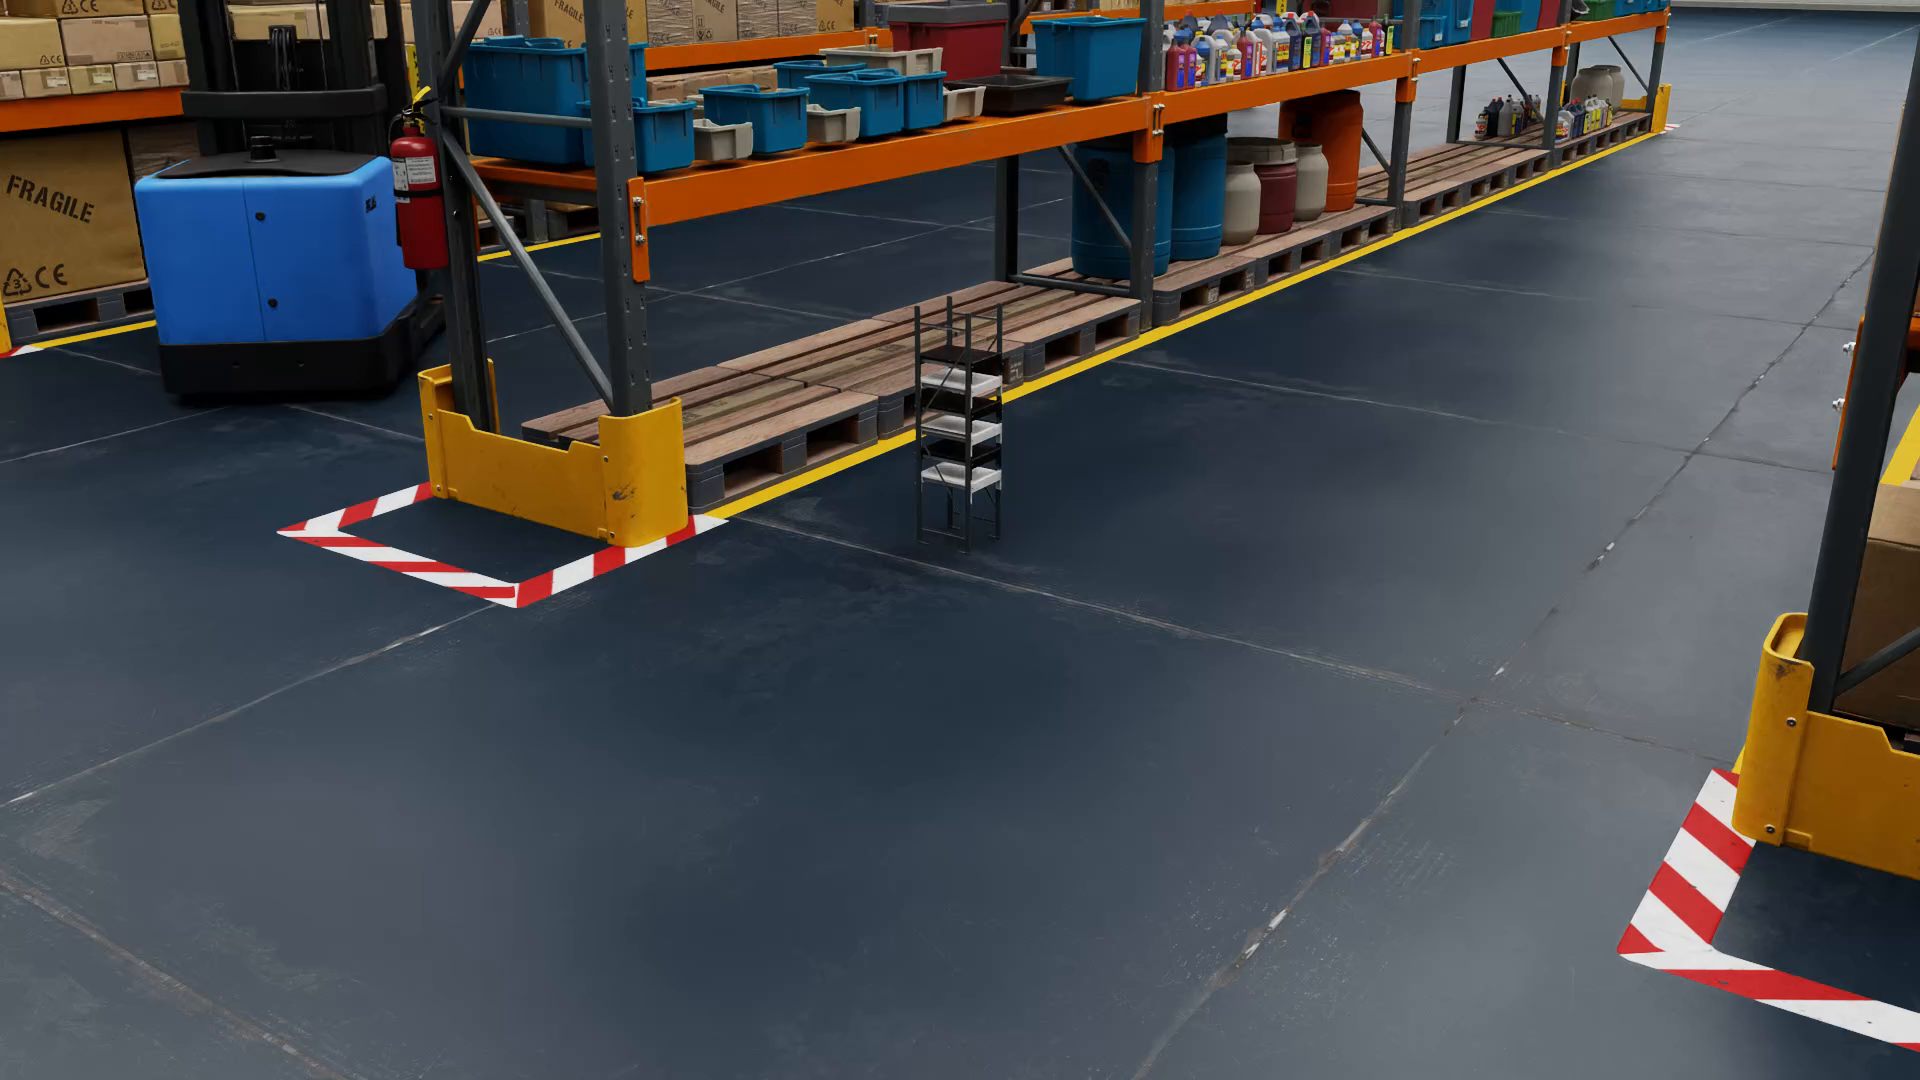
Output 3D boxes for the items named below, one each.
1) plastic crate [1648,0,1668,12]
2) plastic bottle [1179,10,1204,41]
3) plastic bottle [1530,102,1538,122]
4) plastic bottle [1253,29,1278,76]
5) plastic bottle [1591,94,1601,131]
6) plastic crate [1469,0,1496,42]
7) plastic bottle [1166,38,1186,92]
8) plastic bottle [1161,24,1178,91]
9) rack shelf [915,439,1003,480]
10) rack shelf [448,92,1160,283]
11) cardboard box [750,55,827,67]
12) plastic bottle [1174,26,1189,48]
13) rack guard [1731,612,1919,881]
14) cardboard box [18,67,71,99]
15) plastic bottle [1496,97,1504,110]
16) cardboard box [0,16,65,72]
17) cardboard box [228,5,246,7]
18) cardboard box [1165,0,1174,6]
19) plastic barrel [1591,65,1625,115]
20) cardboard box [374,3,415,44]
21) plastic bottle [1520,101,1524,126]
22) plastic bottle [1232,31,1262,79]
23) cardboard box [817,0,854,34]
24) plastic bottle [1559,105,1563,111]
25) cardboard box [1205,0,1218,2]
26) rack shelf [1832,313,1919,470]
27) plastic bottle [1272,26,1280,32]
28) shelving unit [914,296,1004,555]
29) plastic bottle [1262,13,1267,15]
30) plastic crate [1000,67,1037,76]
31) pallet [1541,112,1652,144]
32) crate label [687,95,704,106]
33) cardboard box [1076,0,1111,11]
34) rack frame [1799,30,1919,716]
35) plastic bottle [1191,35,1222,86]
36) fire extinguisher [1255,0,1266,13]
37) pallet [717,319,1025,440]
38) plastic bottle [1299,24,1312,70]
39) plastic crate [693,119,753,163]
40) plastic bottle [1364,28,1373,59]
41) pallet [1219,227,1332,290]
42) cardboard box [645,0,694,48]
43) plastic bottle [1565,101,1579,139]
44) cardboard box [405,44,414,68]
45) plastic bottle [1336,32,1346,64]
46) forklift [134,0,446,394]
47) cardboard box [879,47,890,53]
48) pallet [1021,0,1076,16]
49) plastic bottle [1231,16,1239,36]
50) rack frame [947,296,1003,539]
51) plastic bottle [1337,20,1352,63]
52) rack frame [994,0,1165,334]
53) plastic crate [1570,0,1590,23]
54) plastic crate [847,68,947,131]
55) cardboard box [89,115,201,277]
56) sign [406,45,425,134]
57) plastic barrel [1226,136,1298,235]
[{"bbox_3d":[7.361,-5.860,17.998,0.499,0.251,0.616,13,24,32],"label":"plastic crate"},{"bbox_3d":[1.515,-3.309,10.959,0.144,0.351,0.185,13,24,32],"label":"plastic bottle"},{"bbox_3d":[6.060,-4.537,17.605,0.097,0.201,0.097,0,20,0],"label":"plastic bottle"},{"bbox_3d":[1.875,-3.021,10.288,0.152,0.276,0.135,13,24,32],"label":"plastic bottle"},{"bbox_3d":[6.393,-4.328,16.827,0.144,0.351,0.185,14,25,34],"label":"plastic bottle"},{"bbox_3d":[4.059,-4.270,13.394,0.402,0.464,0.583,13,24,32],"label":"plastic crate"},{"bbox_3d":[1.208,-2.656,9.290,0.061,0.283,0.133,13,24,32],"label":"plastic bottle"},{"bbox_3d":[1.138,-2.715,9.352,0.144,0.351,0.185,13,24,32],"label":"plastic bottle"},{"bbox_3d":[-0.005,-0.304,6.145,0.258,0.077,0.200,13,24,32],"label":"rack shelf"},{"bbox_3d":[-0.475,-1.778,7.784,1.077,0.370,4.000,13,24,32],"label":"rack shelf"},{"bbox_3d":[-1.604,-3.809,14.696,1.225,0.875,0.875,12,23,29],"label":"cardboard box"},{"bbox_3d":[1.412,-3.140,10.616,0.097,0.271,0.097,0,20,0],"label":"plastic bottle"},{"bbox_3d":[2.538,0.577,3.986,1.175,0.500,0.348,13,24,32],"label":"rack guard"},{"bbox_3d":[-5.080,-2.501,9.064,0.380,0.149,0.250,13,24,31],"label":"cardboard box"},{"bbox_3d":[5.378,-4.244,16.599,0.144,0.351,0.185,12,23,29],"label":"plastic bottle"},{"bbox_3d":[-5.202,-2.661,8.923,0.500,0.250,0.500,13,24,30],"label":"cardboard box"},{"bbox_3d":[-4.782,-3.209,10.403,0.500,0.250,0.500,13,24,32],"label":"cardboard box"},{"bbox_3d":[2.252,-6.268,19.249,0.380,0.149,0.250,13,24,32],"label":"cardboard box"},{"bbox_3d":[7.088,-4.958,18.326,0.421,0.512,0.421,0,20,0],"label":"plastic barrel"},{"bbox_3d":[-3.767,-3.397,10.913,0.500,0.250,0.500,14,25,33],"label":"cardboard box"},{"bbox_3d":[5.659,-4.293,16.827,0.061,0.283,0.133,13,24,32],"label":"plastic bottle"},{"bbox_3d":[1.745,-2.955,10.108,0.152,0.276,0.135,13,24,32],"label":"plastic bottle"},{"bbox_3d":[-1.271,-4.659,14.394,0.500,0.500,0.500,14,25,33],"label":"cardboard box"},{"bbox_3d":[5.824,-4.127,16.282,0.144,0.351,0.185,13,24,32],"label":"plastic bottle"},{"bbox_3d":[2.917,-6.636,20.243,0.380,0.149,0.250,13,24,32],"label":"cardboard box"},{"bbox_3d":[3.620,-0.810,5.169,1.077,0.370,4.000,13,24,32],"label":"rack shelf"},{"bbox_3d":[2.241,-3.530,11.772,0.097,0.201,0.097,0,20,0],"label":"plastic bottle"},{"bbox_3d":[-0.005,-0.420,6.103,0.258,0.900,0.210,13,24,32],"label":"shelving unit"},{"bbox_3d":[2.165,-3.635,11.937,0.061,0.283,0.133,13,24,32],"label":"plastic bottle"},{"bbox_3d":[0.270,-2.488,8.960,0.396,0.136,0.243,13,24,32],"label":"plastic crate"},{"bbox_3d":[6.930,-4.561,18.291,1.003,0.211,1.213,13,24,32],"label":"pallet"},{"bbox_3d":[-0.979,-1.880,7.317,0.396,0.136,0.243,13,24,32],"label":"crate label"},{"bbox_3d":[1.420,-5.835,18.079,0.380,0.149,0.250,13,24,32],"label":"cardboard box"},{"bbox_3d":[2.495,-0.574,3.493,1.000,3.000,0.127,13,24,32],"label":"rack frame"},{"bbox_3d":[1.430,-2.794,9.674,0.152,0.276,0.135,13,24,32],"label":"plastic bottle"},{"bbox_3d":[3.744,-7.004,20.989,0.296,0.674,0.183,13,24,32],"label":"fire extinguisher"},{"bbox_3d":[-0.417,-0.811,8.153,1.003,0.211,1.213,13,24,32],"label":"pallet"},{"bbox_3d":[2.202,-3.163,10.661,0.061,0.283,0.133,13,24,32],"label":"plastic bottle"},{"bbox_3d":[-0.939,-1.528,6.366,0.250,0.136,0.298,13,24,32],"label":"plastic crate"},{"bbox_3d":[2.814,-3.448,11.550,0.097,0.201,0.097,0,20,0],"label":"plastic bottle"},{"bbox_3d":[1.803,-1.946,11.221,1.003,0.211,1.213,13,24,32],"label":"pallet"},{"bbox_3d":[-2.418,-4.073,12.808,0.500,0.500,0.500,13,24,31],"label":"cardboard box"},{"bbox_3d":[5.943,-4.099,16.206,0.144,0.351,0.185,14,25,33],"label":"plastic bottle"},{"bbox_3d":[-3.781,-3.164,10.858,0.380,0.149,0.250,14,24,33],"label":"cardboard box"},{"bbox_3d":[2.540,-3.309,11.172,0.097,0.201,0.097,0,20,0],"label":"plastic bottle"},{"bbox_3d":[-3.479,-2.545,8.920,1.130,2.935,3.031,-2,20,-6],"label":"forklift"},{"bbox_3d":[-1.566,-6.834,22.874,0.875,0.875,0.875,13,24,31],"label":"cardboard box"},{"bbox_3d":[0.500,-5.669,17.544,1.003,0.211,1.213,13,24,32],"label":"pallet"},{"bbox_3d":[1.884,-3.492,11.550,0.061,0.283,0.133,13,24,32],"label":"plastic bottle"},{"bbox_3d":[0.053,-0.449,6.181,0.240,0.900,0.006,13,24,32],"label":"rack frame"},{"bbox_3d":[2.595,-3.369,11.236,0.097,0.271,0.097,0,20,0],"label":"plastic bottle"},{"bbox_3d":[0.649,-2.689,9.210,1.000,3.000,0.127,13,24,32],"label":"rack frame"},{"bbox_3d":[5.546,-5.080,15.765,0.767,0.338,0.504,13,24,32],"label":"plastic crate"},{"bbox_3d":[-0.279,-1.961,7.398,0.416,0.233,0.300,13,24,32],"label":"plastic crate"},{"bbox_3d":[-4.890,-2.168,10.259,0.875,0.875,0.875,13,24,32],"label":"cardboard box"},{"bbox_3d":[-2.063,-1.720,6.357,0.100,0.325,0.005,13,24,32],"label":"sign"},{"bbox_3d":[2.002,-2.435,11.394,0.600,0.588,0.708,13,24,32],"label":"plastic barrel"}]
